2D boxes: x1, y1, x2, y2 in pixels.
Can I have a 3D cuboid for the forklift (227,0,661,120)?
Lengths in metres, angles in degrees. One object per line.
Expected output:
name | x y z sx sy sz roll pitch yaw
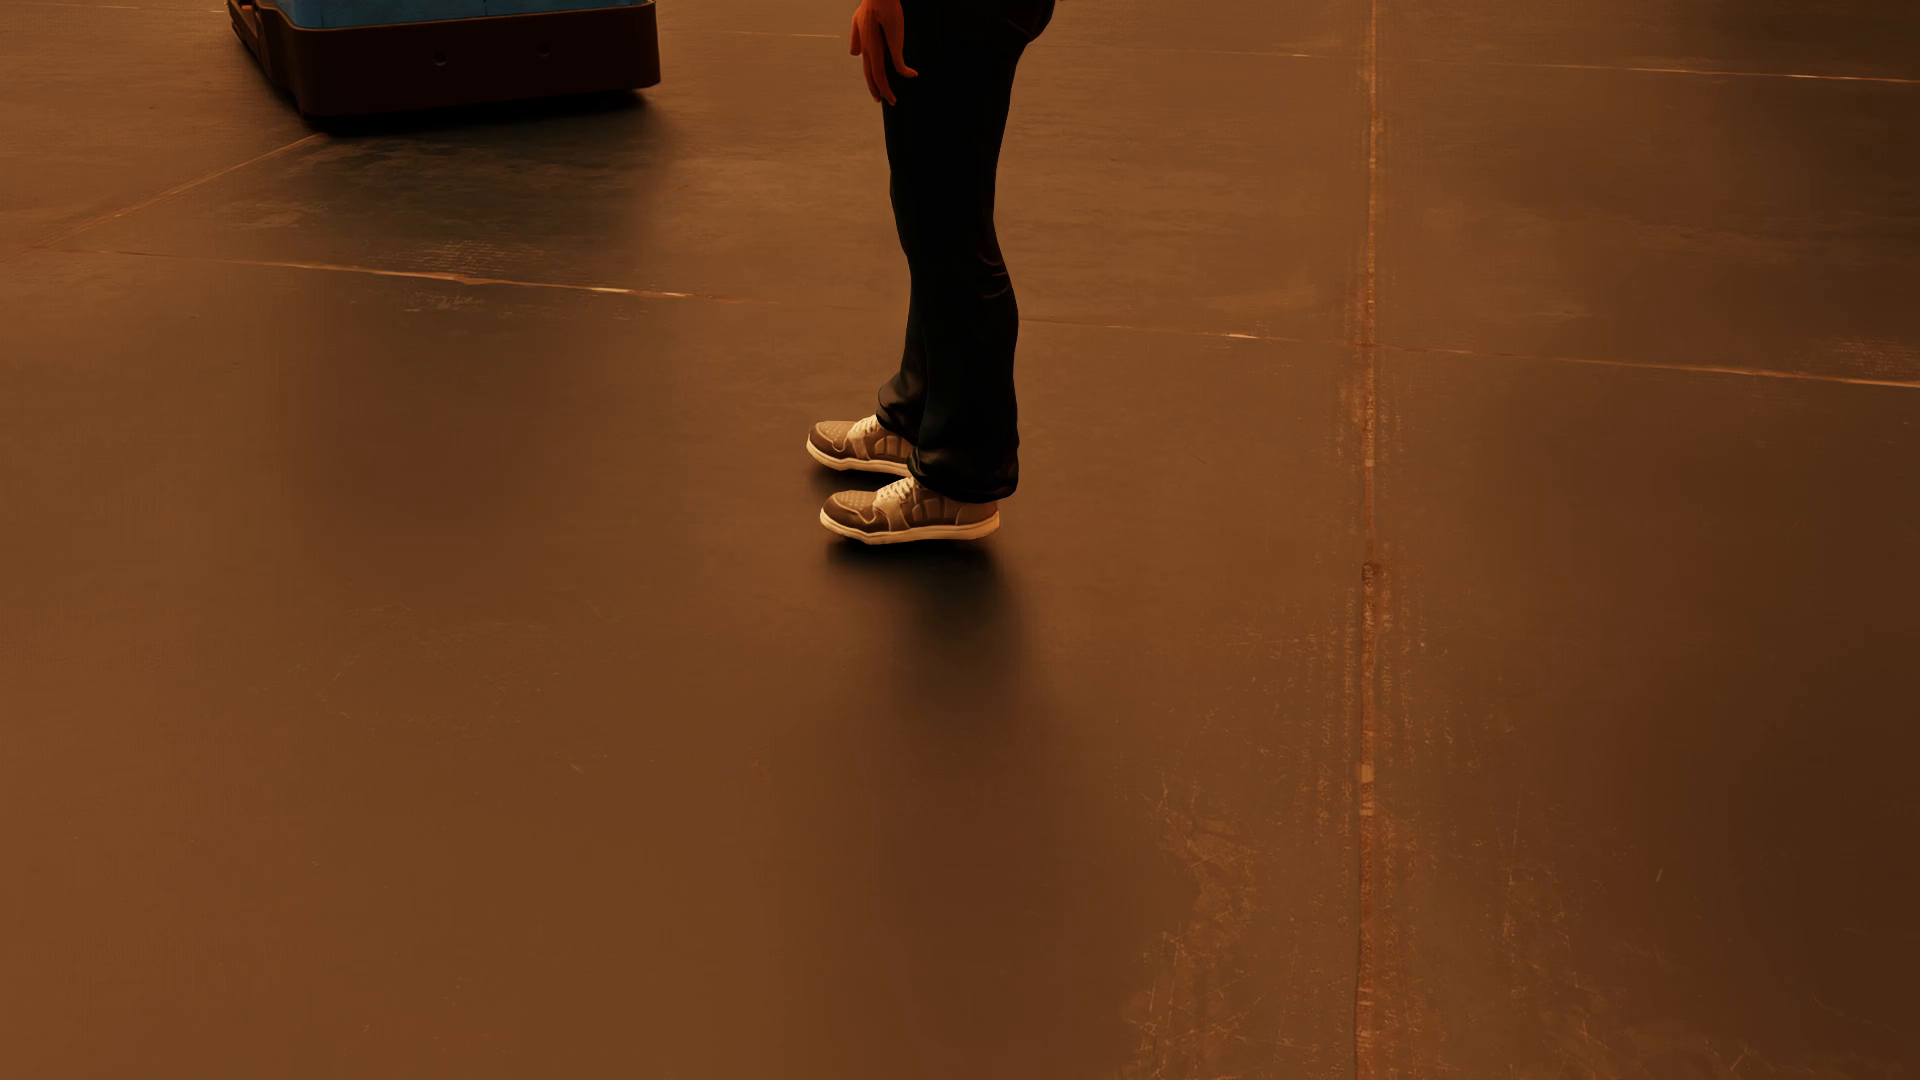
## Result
forklift | -2.044 -3.144 5.478 1.130 2.935 3.031 -13 29 -24

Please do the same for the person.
person | -0.069 -0.733 2.164 0.476 1.597 0.520 6 27 11
